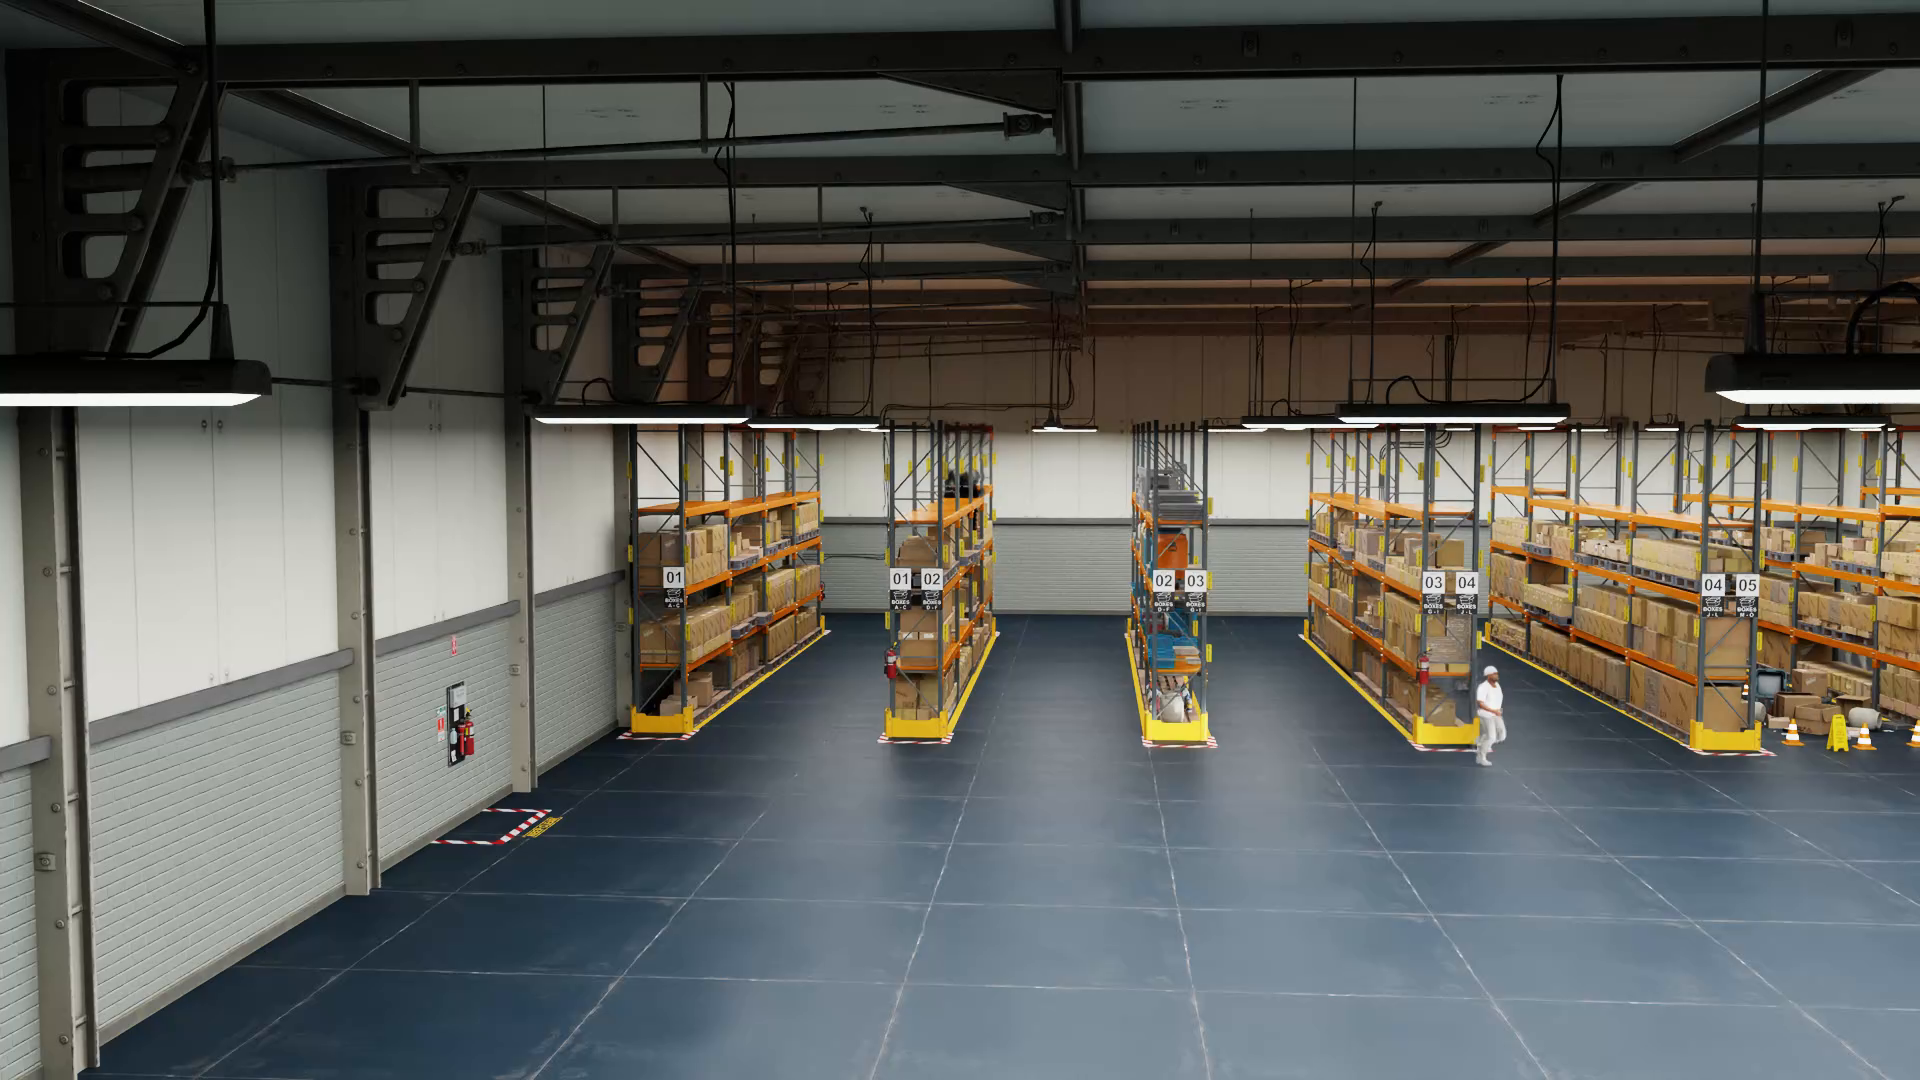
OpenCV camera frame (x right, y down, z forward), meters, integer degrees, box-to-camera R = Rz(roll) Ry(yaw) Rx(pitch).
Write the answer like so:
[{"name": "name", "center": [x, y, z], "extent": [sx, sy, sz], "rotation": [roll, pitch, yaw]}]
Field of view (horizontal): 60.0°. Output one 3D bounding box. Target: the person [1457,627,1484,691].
[{"name": "person", "center": [11.358, 2.530, 37.131], "extent": [0.670, 1.693, 0.612], "rotation": [0, 4, -5]}]

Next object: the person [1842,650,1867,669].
[{"name": "person", "center": [21.324, 2.328, 39.603], "extent": [0.642, 1.840, 0.763], "rotation": [0, 4, 0]}]

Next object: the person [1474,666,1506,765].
[{"name": "person", "center": [9.208, 3.042, 28.849], "extent": [0.717, 1.722, 0.647], "rotation": [-3, 5, -43]}]
